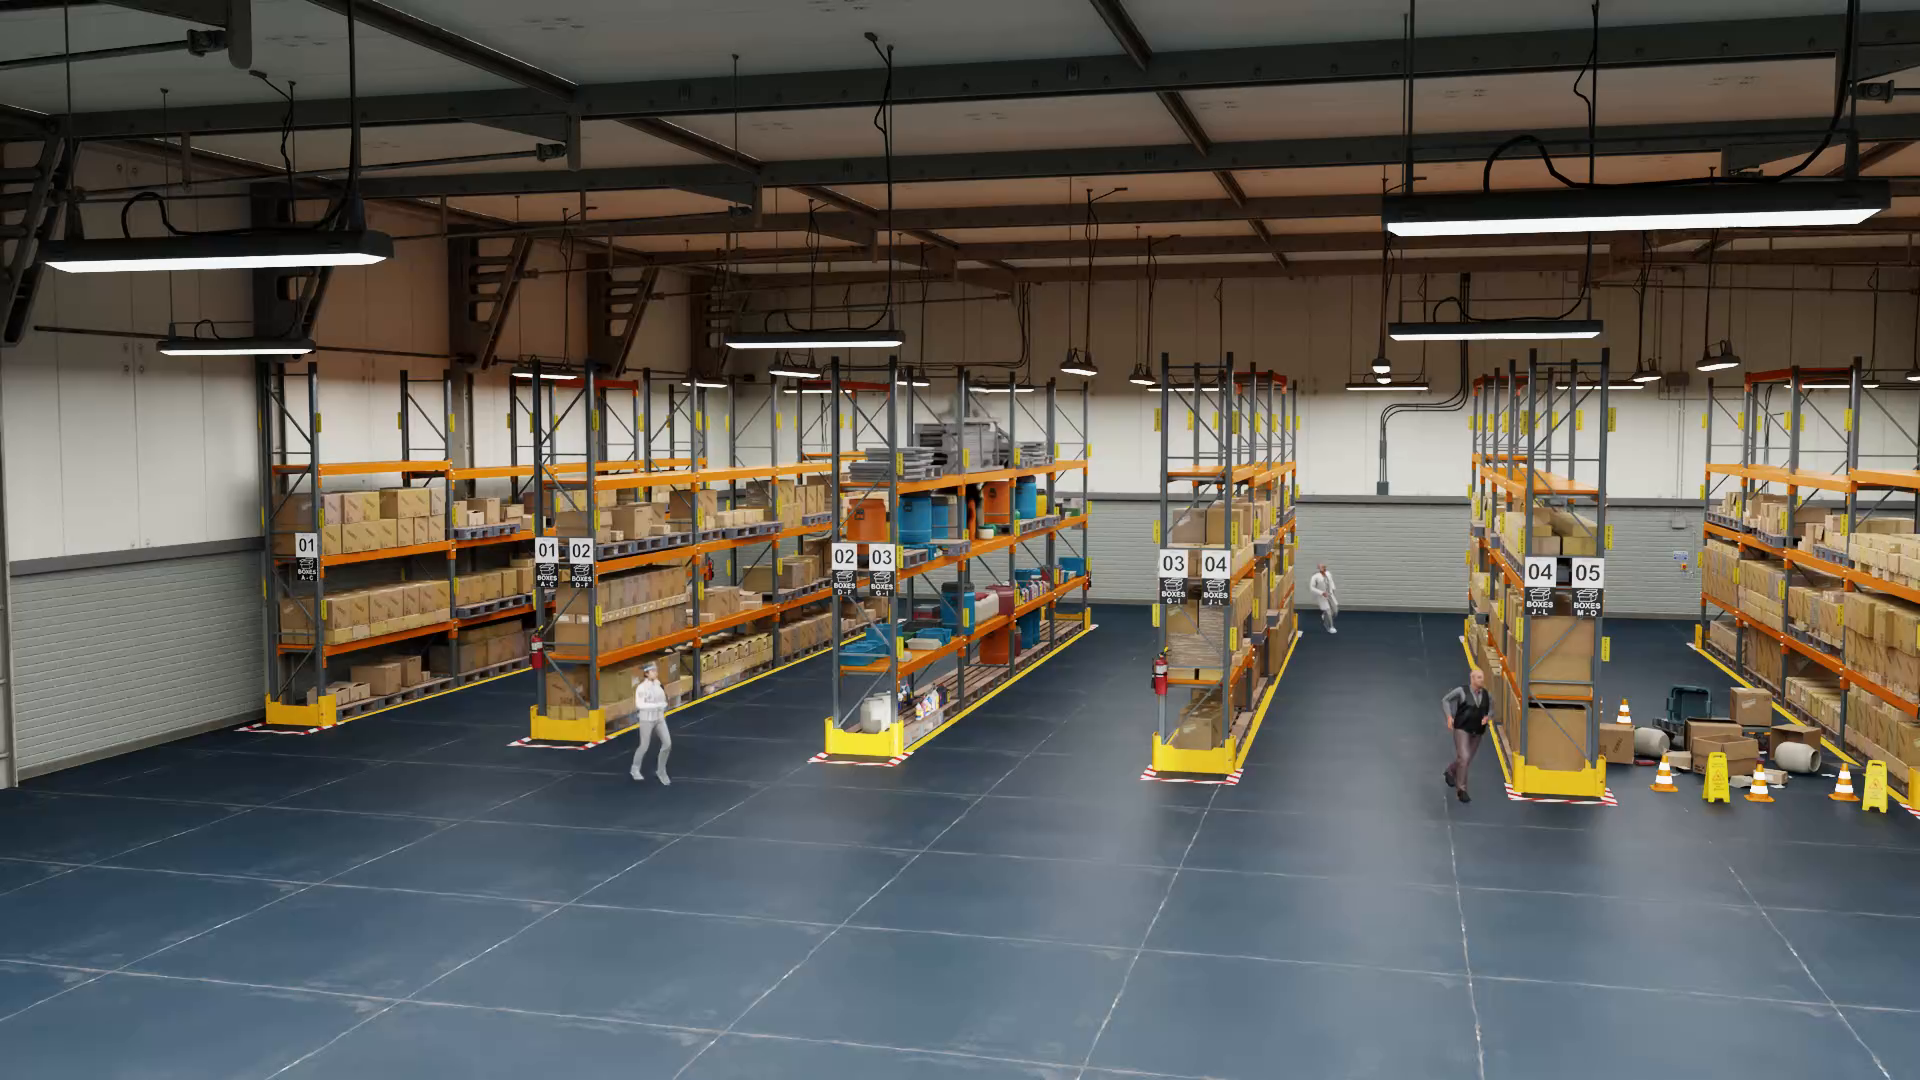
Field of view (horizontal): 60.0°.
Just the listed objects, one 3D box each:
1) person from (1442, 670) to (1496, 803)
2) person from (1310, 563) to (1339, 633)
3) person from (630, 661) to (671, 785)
[{"bbox_3d":[6.801,2.582,22.309,0.598,1.701,0.941,-1,4,-10],"label":"person"},{"bbox_3d":[8.651,1.372,39.631,0.756,1.686,0.638,-2,4,-24],"label":"person"},{"bbox_3d":[-4.282,2.538,23.051,0.737,1.755,0.632,3,5,37],"label":"person"}]
